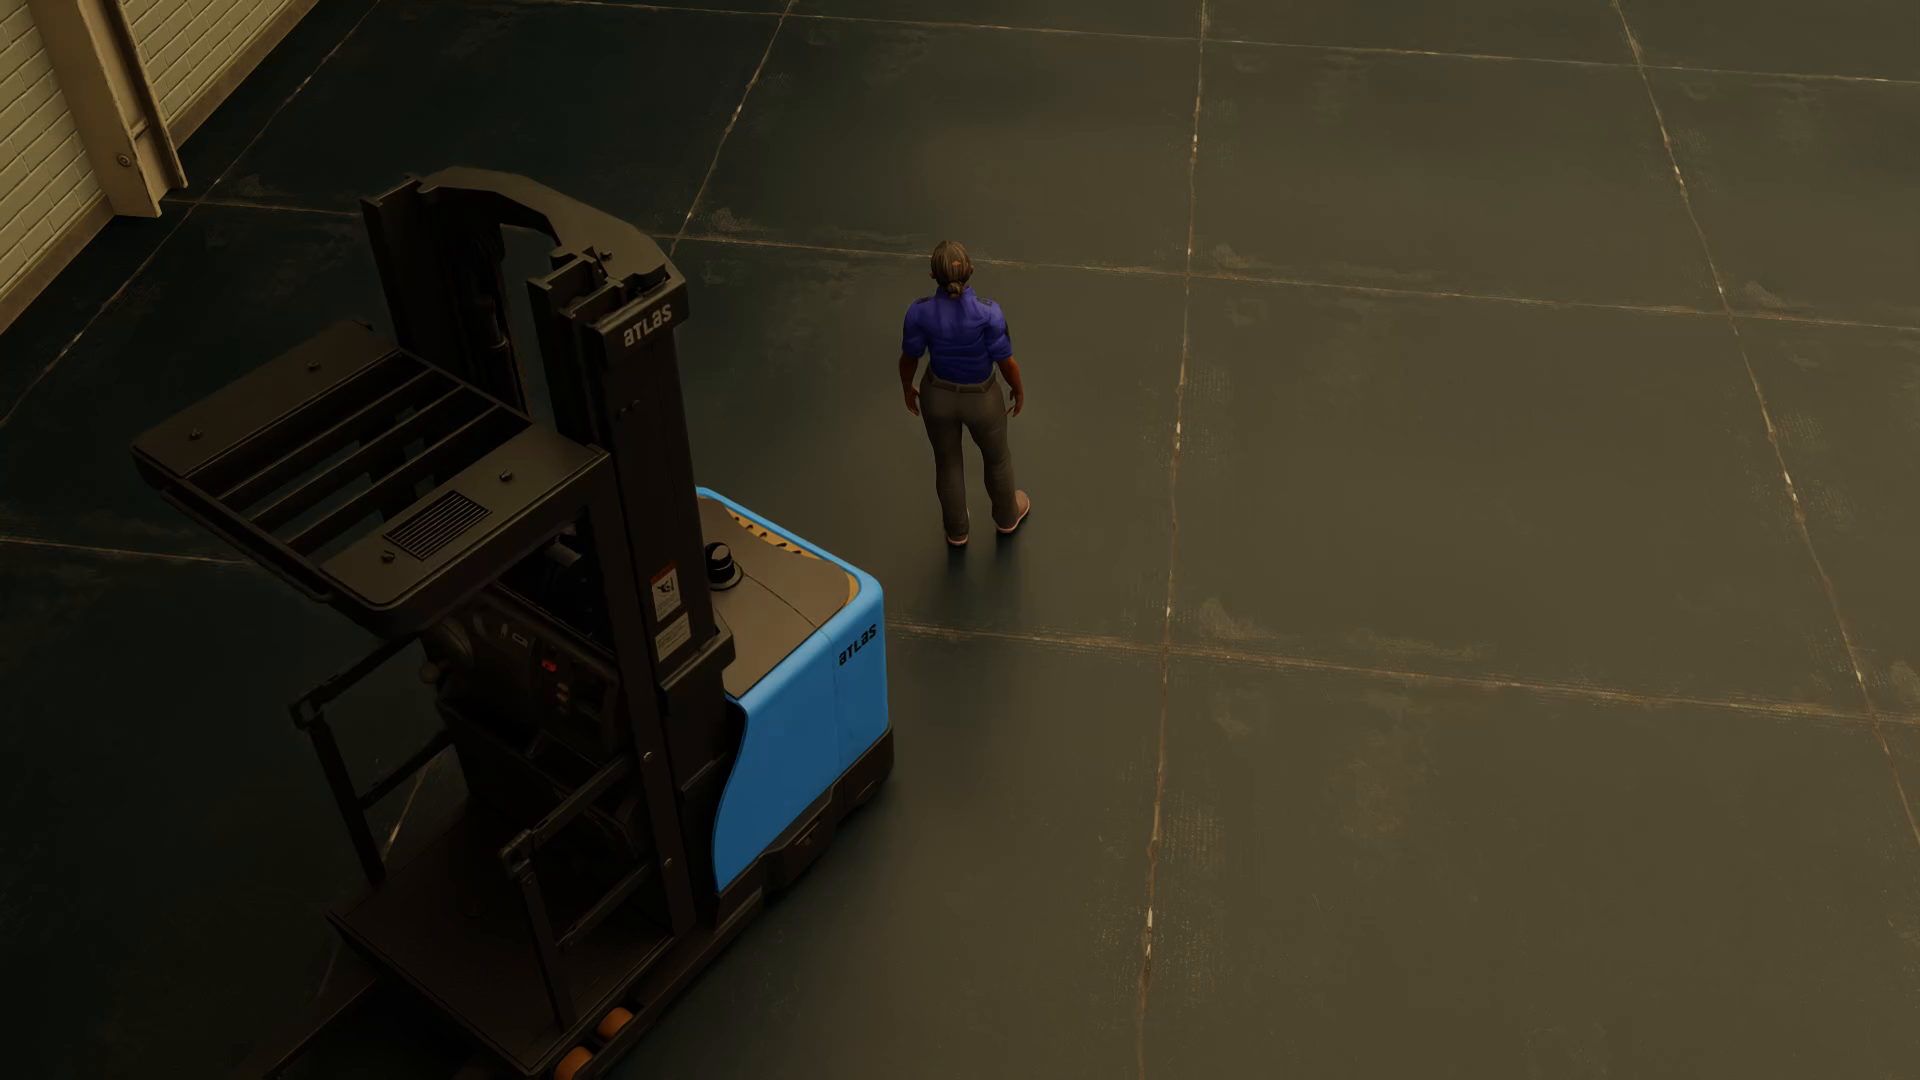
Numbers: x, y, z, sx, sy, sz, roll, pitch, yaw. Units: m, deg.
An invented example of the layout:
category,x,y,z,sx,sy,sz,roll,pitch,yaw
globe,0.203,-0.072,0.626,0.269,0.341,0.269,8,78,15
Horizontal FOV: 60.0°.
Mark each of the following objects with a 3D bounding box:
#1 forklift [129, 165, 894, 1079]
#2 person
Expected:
category,x,y,z,sx,sy,sz,roll,pitch,yaw
forklift,-1.555,0.469,5.214,1.130,2.935,3.031,27,49,26
person,0.031,-0.672,7.388,0.569,1.656,0.503,5,43,6
